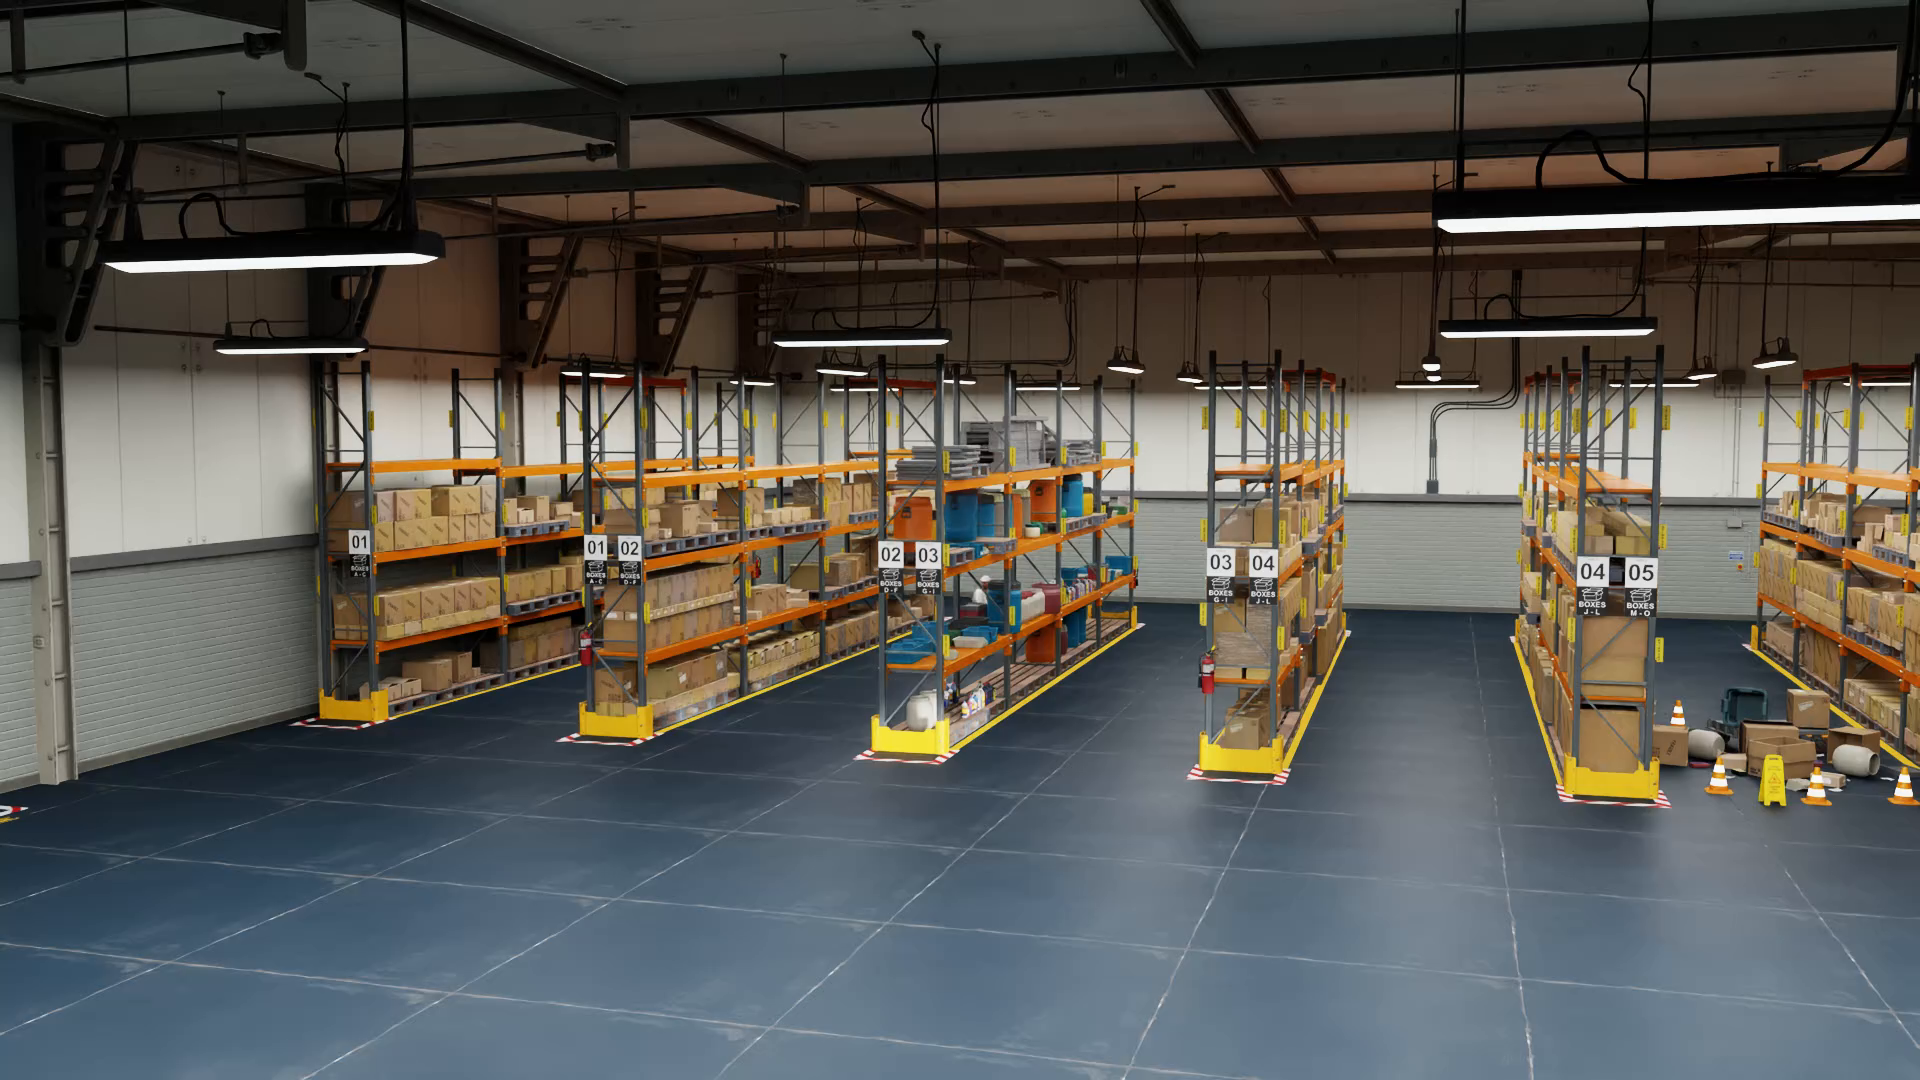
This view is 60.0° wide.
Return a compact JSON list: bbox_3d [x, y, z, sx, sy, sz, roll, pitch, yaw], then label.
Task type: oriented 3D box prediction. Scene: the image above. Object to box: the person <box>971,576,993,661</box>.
[{"bbox_3d":[0.466,1.614,34.884,0.585,1.721,0.995,2,5,30],"label":"person"}]
